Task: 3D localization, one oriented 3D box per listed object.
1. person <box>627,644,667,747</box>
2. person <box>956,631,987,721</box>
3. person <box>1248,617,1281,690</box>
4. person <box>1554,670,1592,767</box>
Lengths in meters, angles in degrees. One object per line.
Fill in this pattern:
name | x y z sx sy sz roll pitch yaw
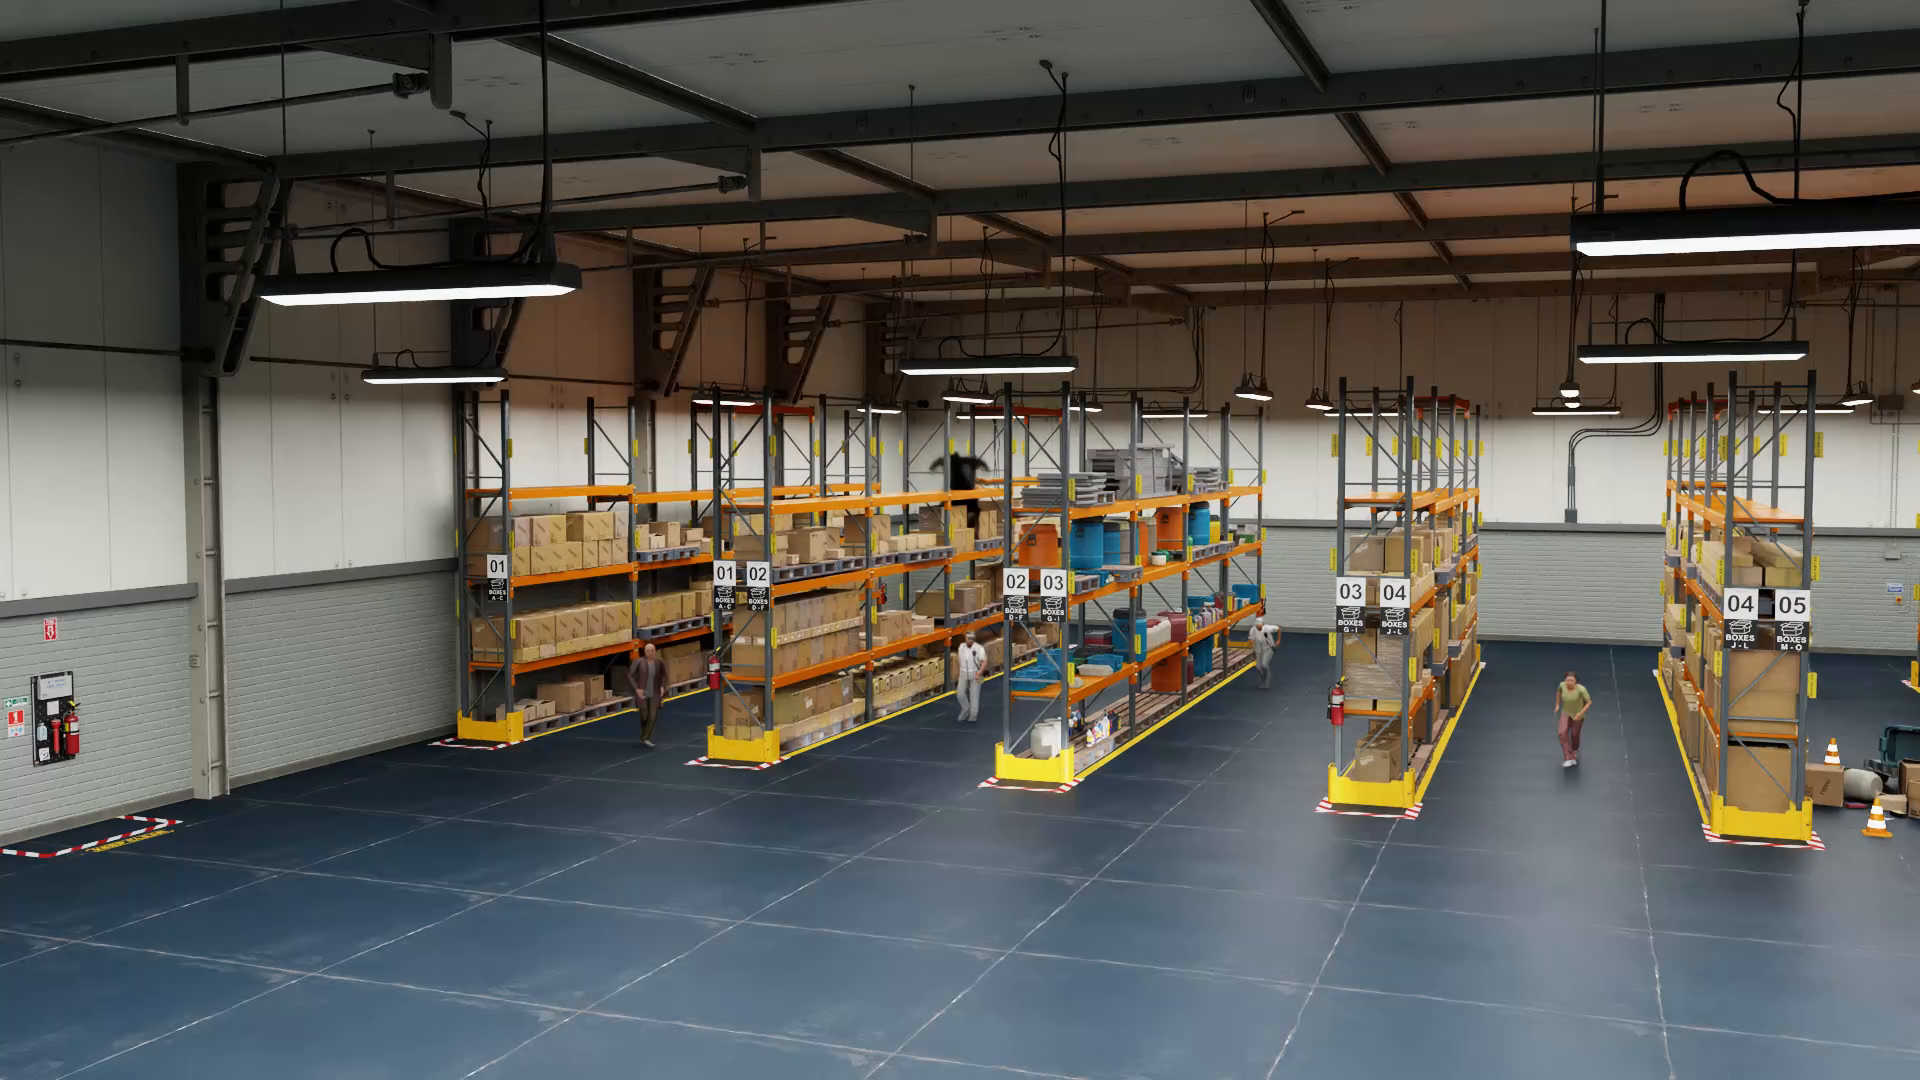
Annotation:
person | -5.297 2.602 28.125 0.705 1.733 0.649 -1 3 -22
person | 0.188 2.477 30.165 0.654 1.697 0.786 1 3 15
person | 6.329 2.346 34.499 0.647 1.548 0.898 2 4 27
person | 9.726 2.777 26.316 0.582 1.512 1.055 2 4 32
